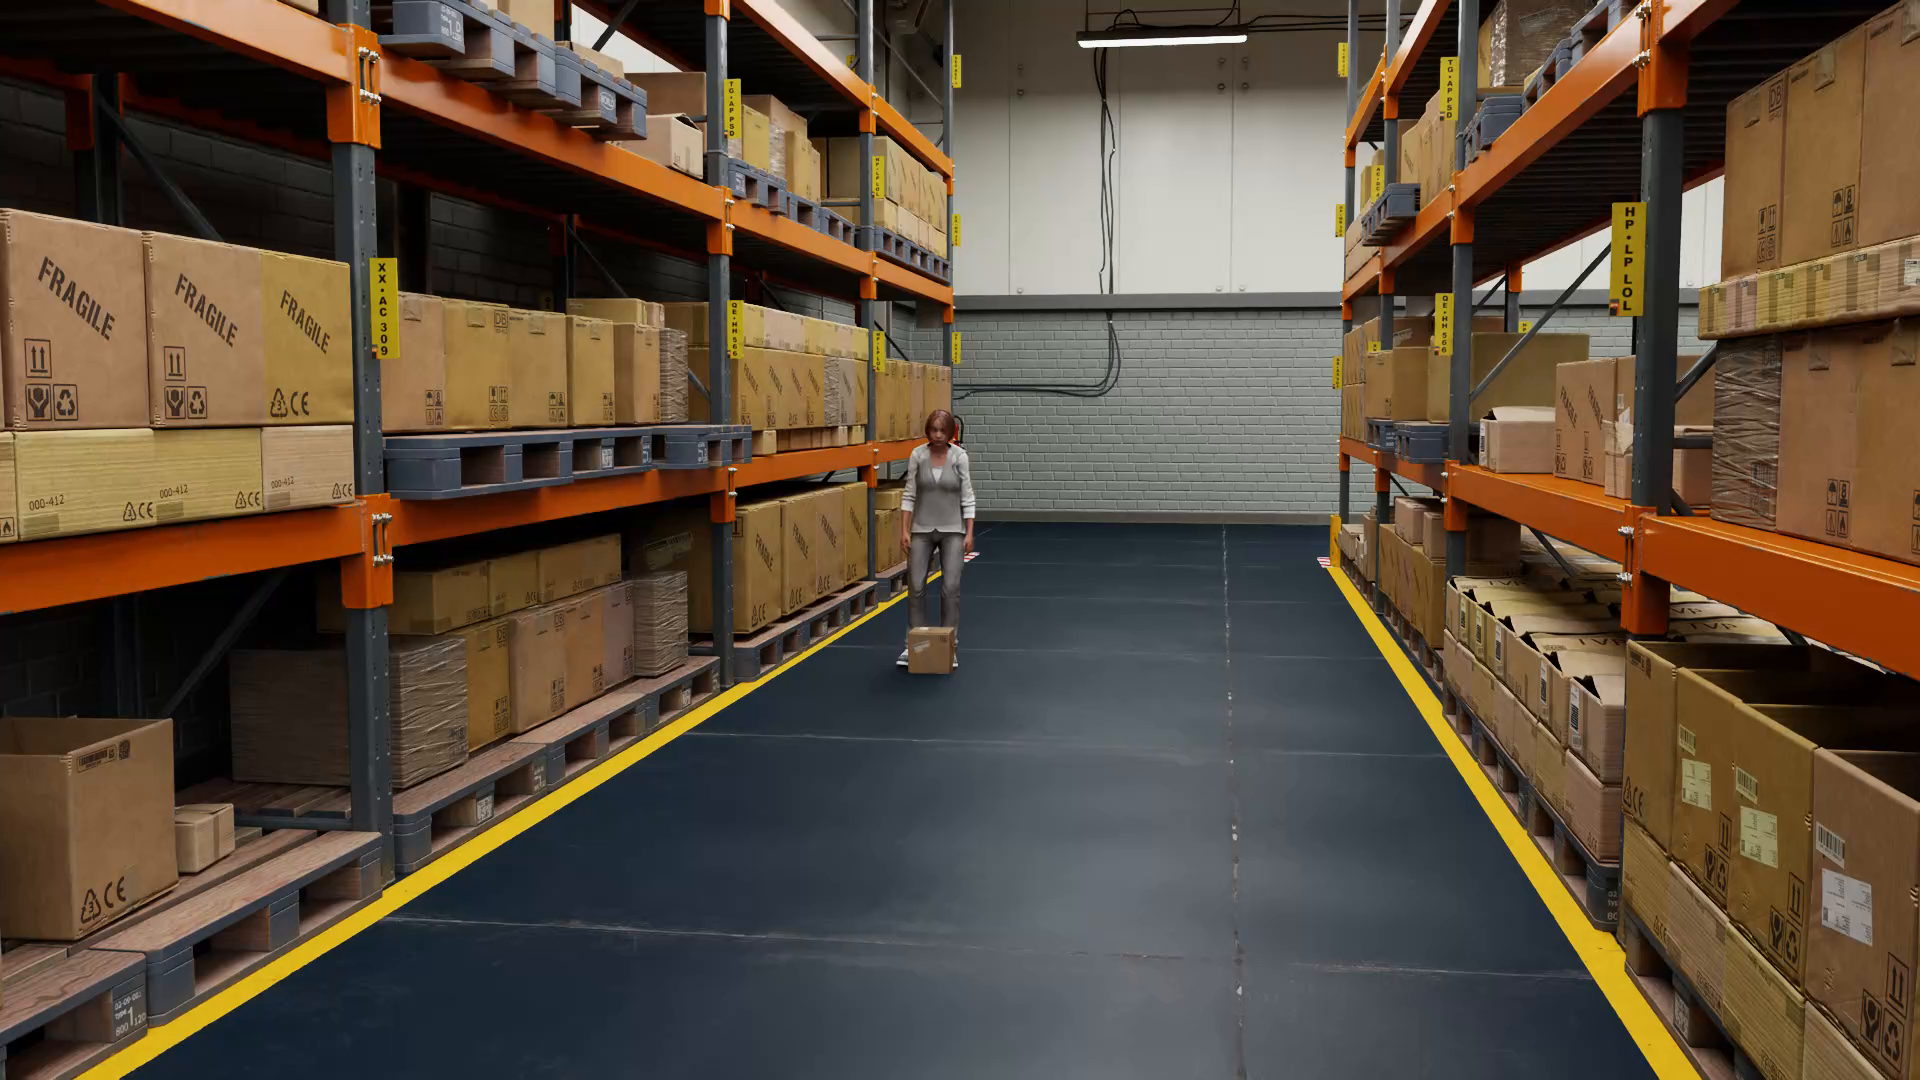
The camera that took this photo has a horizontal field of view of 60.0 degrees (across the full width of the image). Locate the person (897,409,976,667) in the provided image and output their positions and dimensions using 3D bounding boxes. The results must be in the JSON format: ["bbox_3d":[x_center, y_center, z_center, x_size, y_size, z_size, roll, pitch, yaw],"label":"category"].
[{"bbox_3d":[-0.146,-0.014,10.306,0.481,1.591,0.378,0,5,5],"label":"person"}]
